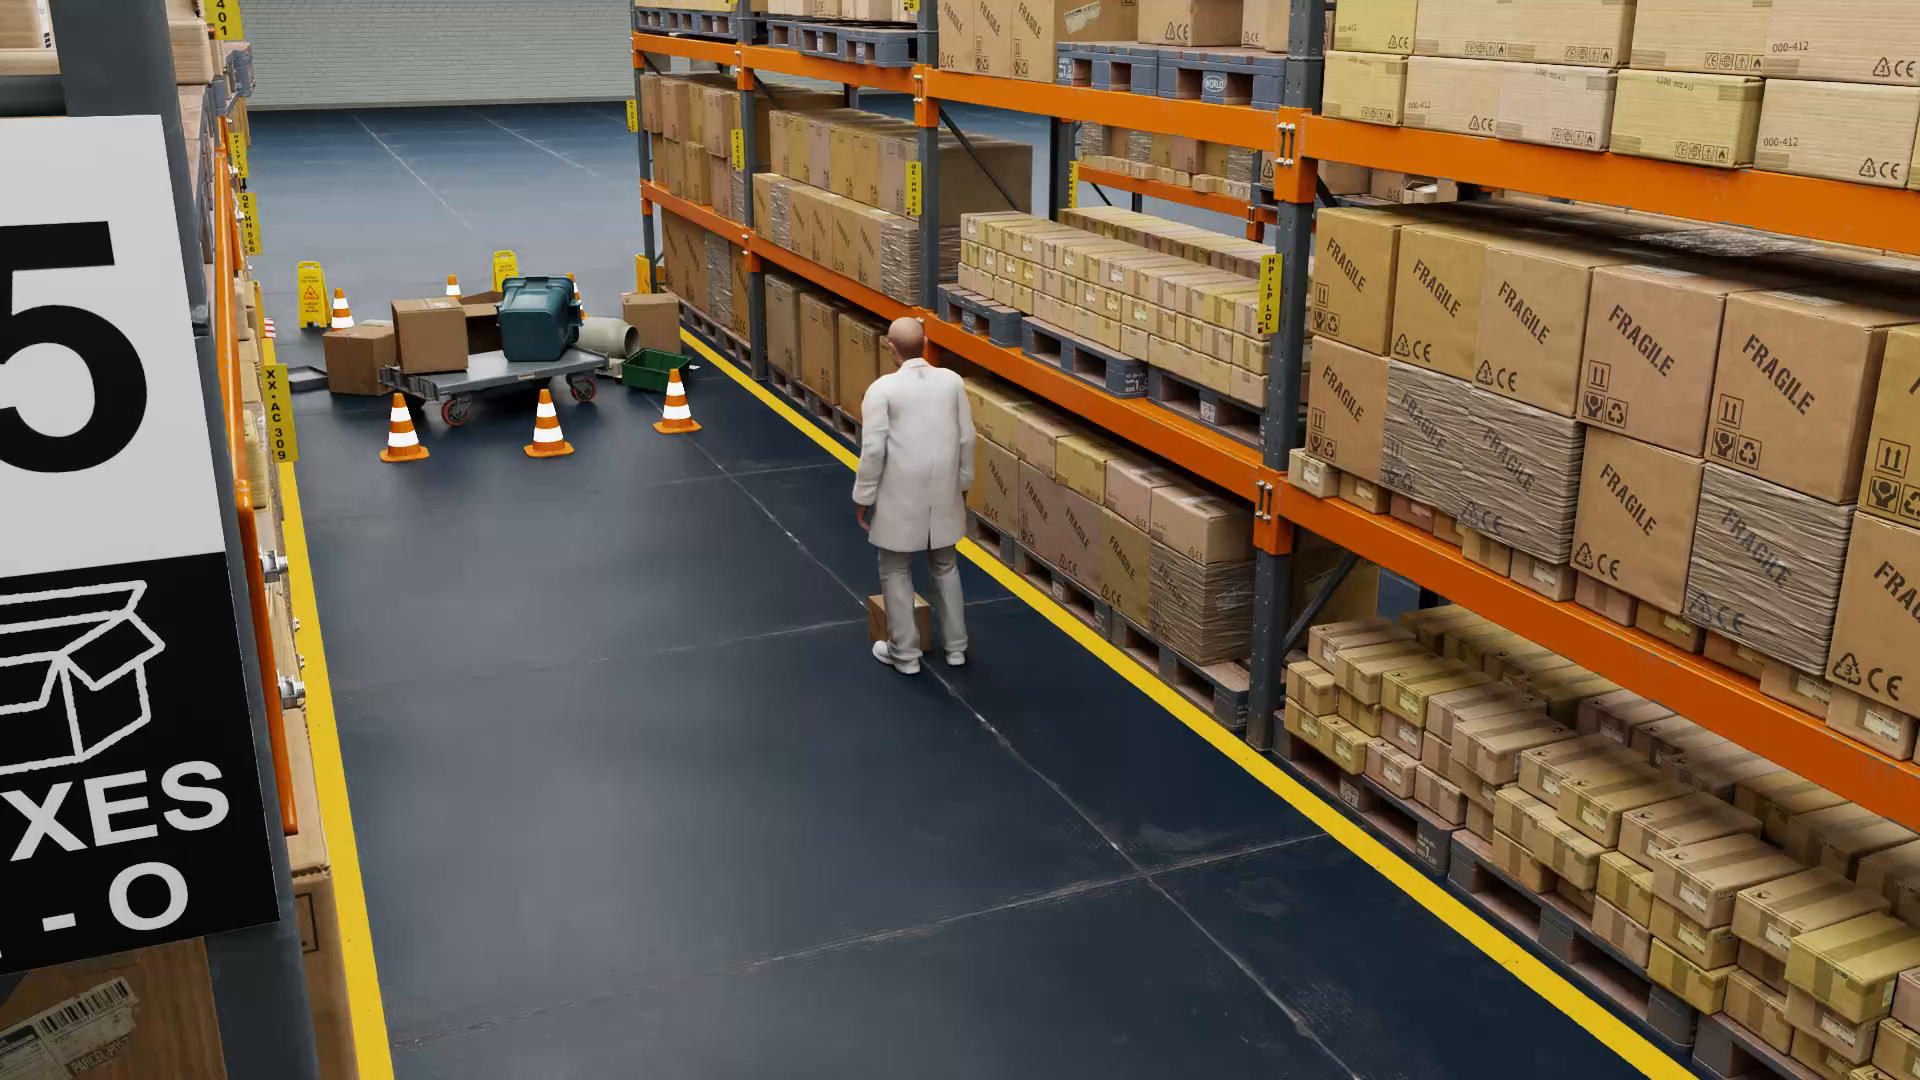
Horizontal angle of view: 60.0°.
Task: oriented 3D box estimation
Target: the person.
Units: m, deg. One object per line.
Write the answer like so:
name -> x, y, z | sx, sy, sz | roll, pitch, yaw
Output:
person -> -0.223, -0.218, 8.233 | 0.654, 1.775, 0.420 | -9, 20, -24
